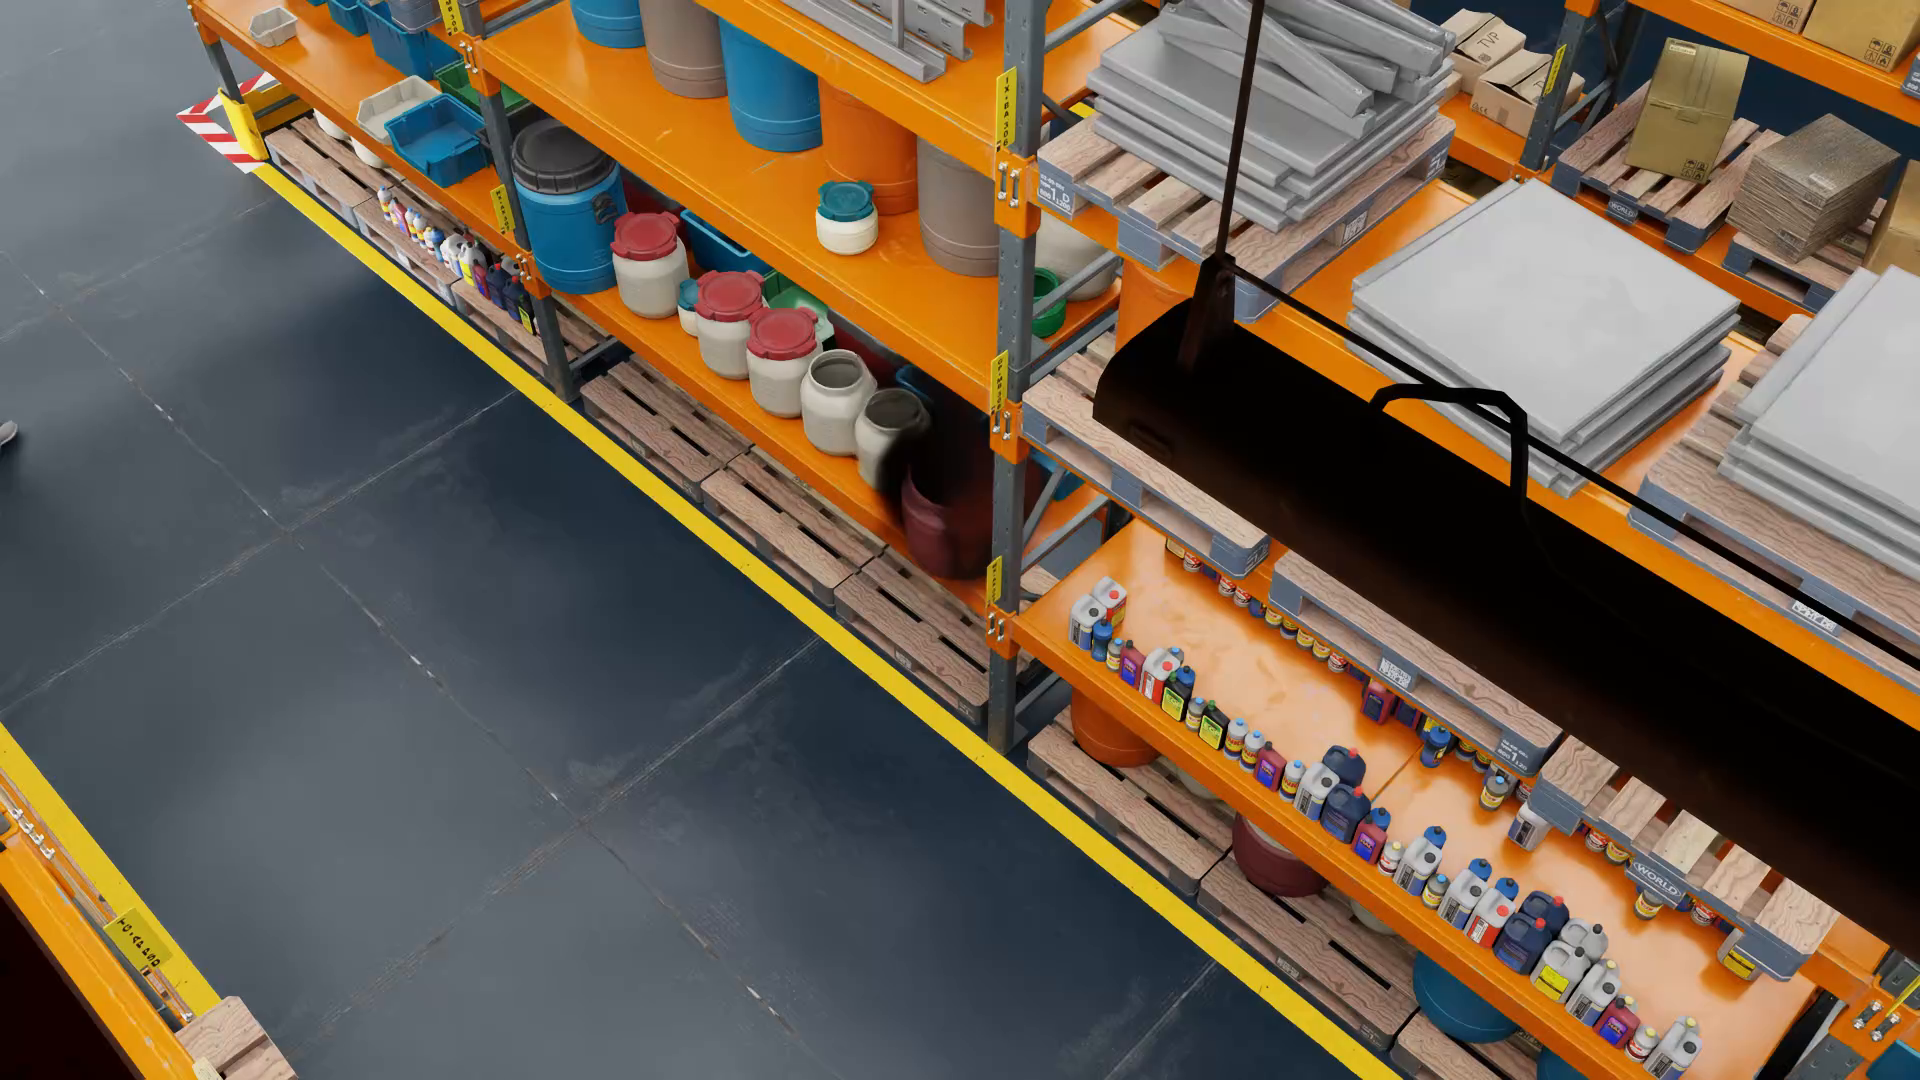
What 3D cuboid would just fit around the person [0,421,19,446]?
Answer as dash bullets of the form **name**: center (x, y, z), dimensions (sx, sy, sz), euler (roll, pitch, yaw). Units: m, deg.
- **person**: center (-6.425, -1.215, 10.307), dimensions (0.509, 1.676, 0.401), euler (35, 58, 26)
